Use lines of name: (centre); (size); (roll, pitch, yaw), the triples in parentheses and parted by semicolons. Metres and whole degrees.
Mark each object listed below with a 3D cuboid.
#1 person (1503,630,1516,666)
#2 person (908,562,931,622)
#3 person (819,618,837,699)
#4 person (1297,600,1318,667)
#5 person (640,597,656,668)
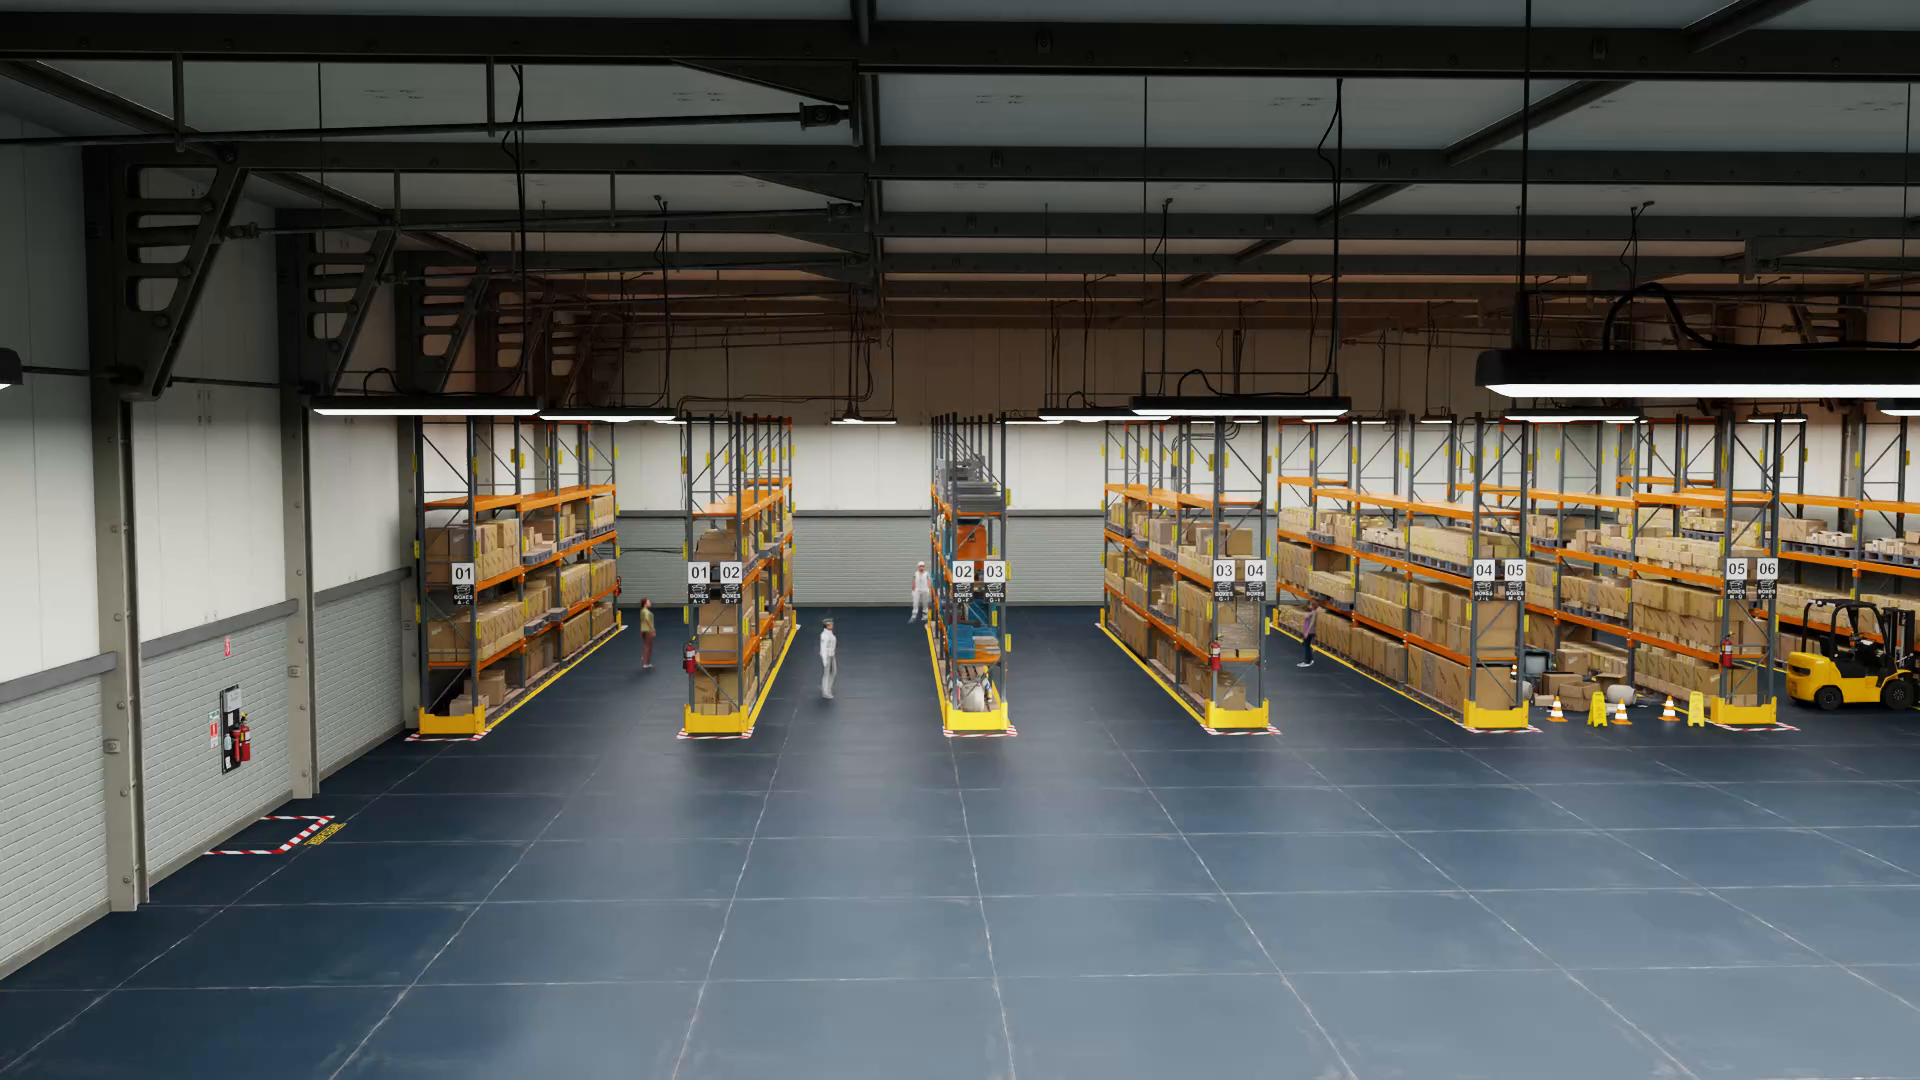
person: (13.086, 2.159, 39.722); (0.598, 1.757, 0.607); (-1, 4, -17)
person: (-1.163, 1.513, 48.591); (0.614, 1.742, 0.942); (1, 4, 14)
person: (-2.799, 2.523, 35.231); (0.348, 1.747, 0.576); (1, 4, 16)
person: (8.279, 2.233, 39.581); (0.466, 1.603, 0.488); (1, 4, 17)
person: (-7.385, 2.195, 39.476); (0.476, 1.677, 0.444); (3, 5, 35)
